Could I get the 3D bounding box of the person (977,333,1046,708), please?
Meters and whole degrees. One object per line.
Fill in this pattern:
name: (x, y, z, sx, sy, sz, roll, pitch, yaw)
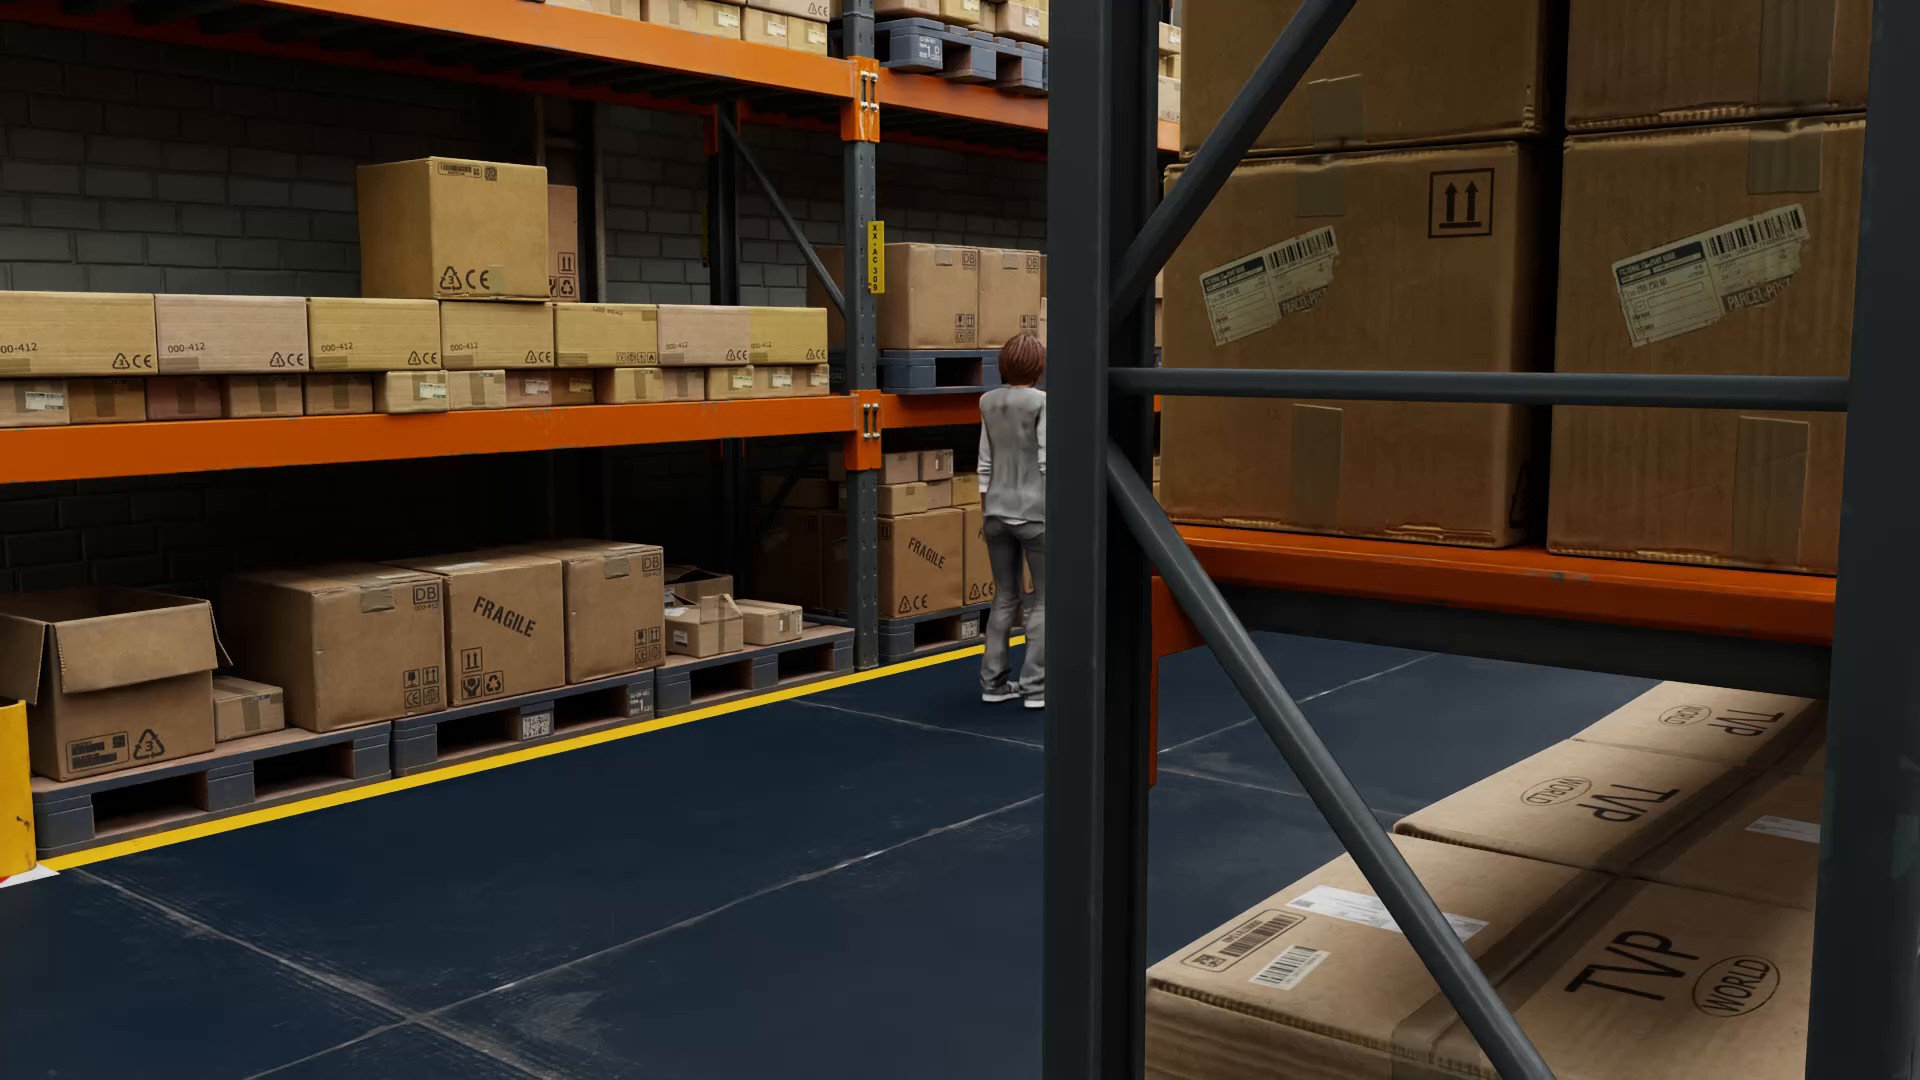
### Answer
person: (0.256, -0.082, 7.086, 0.420, 1.589, 0.312, 5, 9, 37)
